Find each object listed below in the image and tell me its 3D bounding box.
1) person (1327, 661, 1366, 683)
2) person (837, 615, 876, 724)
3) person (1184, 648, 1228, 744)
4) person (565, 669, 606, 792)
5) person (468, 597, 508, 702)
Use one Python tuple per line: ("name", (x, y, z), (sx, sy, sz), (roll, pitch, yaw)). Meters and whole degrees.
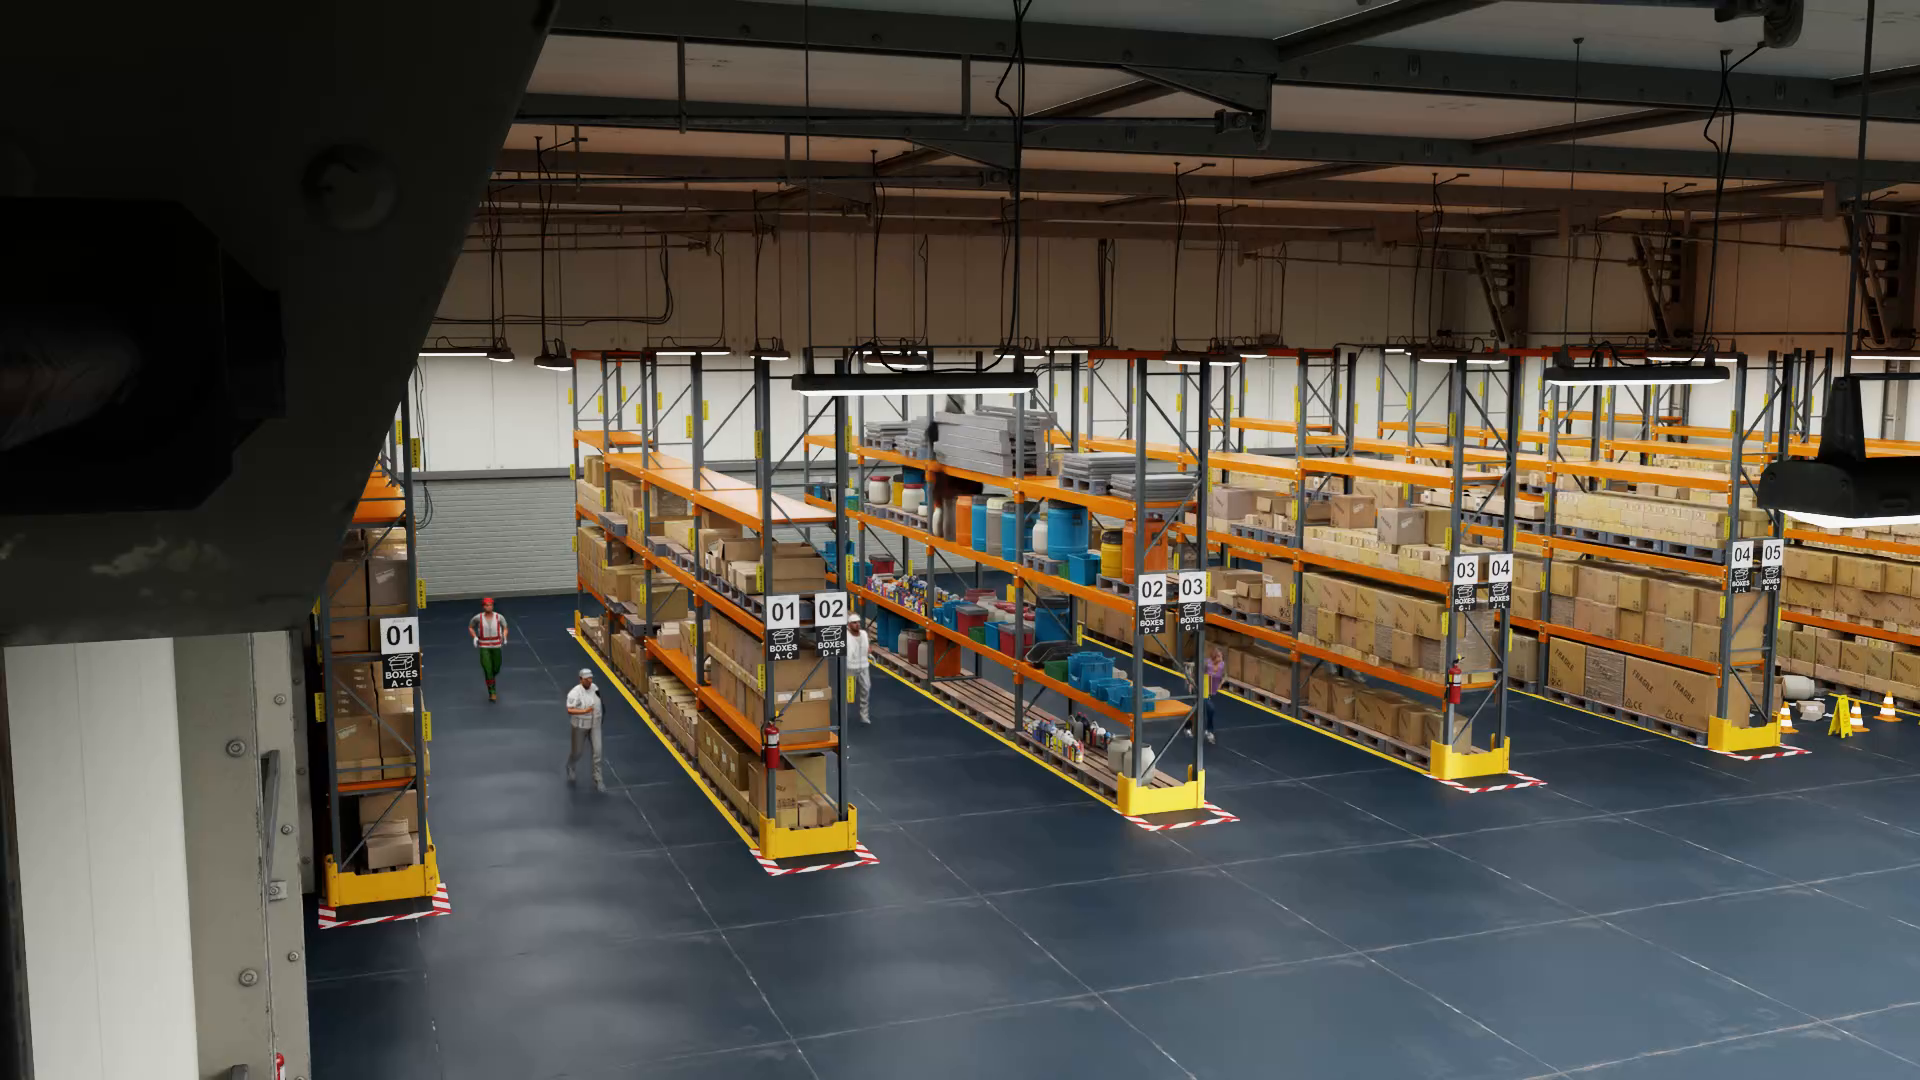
("person", (7.129, 1.684, 30.422), (0.726, 1.769, 0.815), (-5, 9, -34))
("person", (-1.704, 2.089, 27.155), (0.701, 1.759, 0.892), (-4, 8, -28))
("person", (3.811, 2.381, 25.934), (0.594, 1.500, 0.779), (-4, 8, -29))
("person", (-5.234, 2.606, 23.204), (0.598, 1.669, 0.933), (-5, 9, -37))
("person", (-8.202, 1.872, 28.960), (0.656, 1.772, 0.845), (-3, 8, -23))
